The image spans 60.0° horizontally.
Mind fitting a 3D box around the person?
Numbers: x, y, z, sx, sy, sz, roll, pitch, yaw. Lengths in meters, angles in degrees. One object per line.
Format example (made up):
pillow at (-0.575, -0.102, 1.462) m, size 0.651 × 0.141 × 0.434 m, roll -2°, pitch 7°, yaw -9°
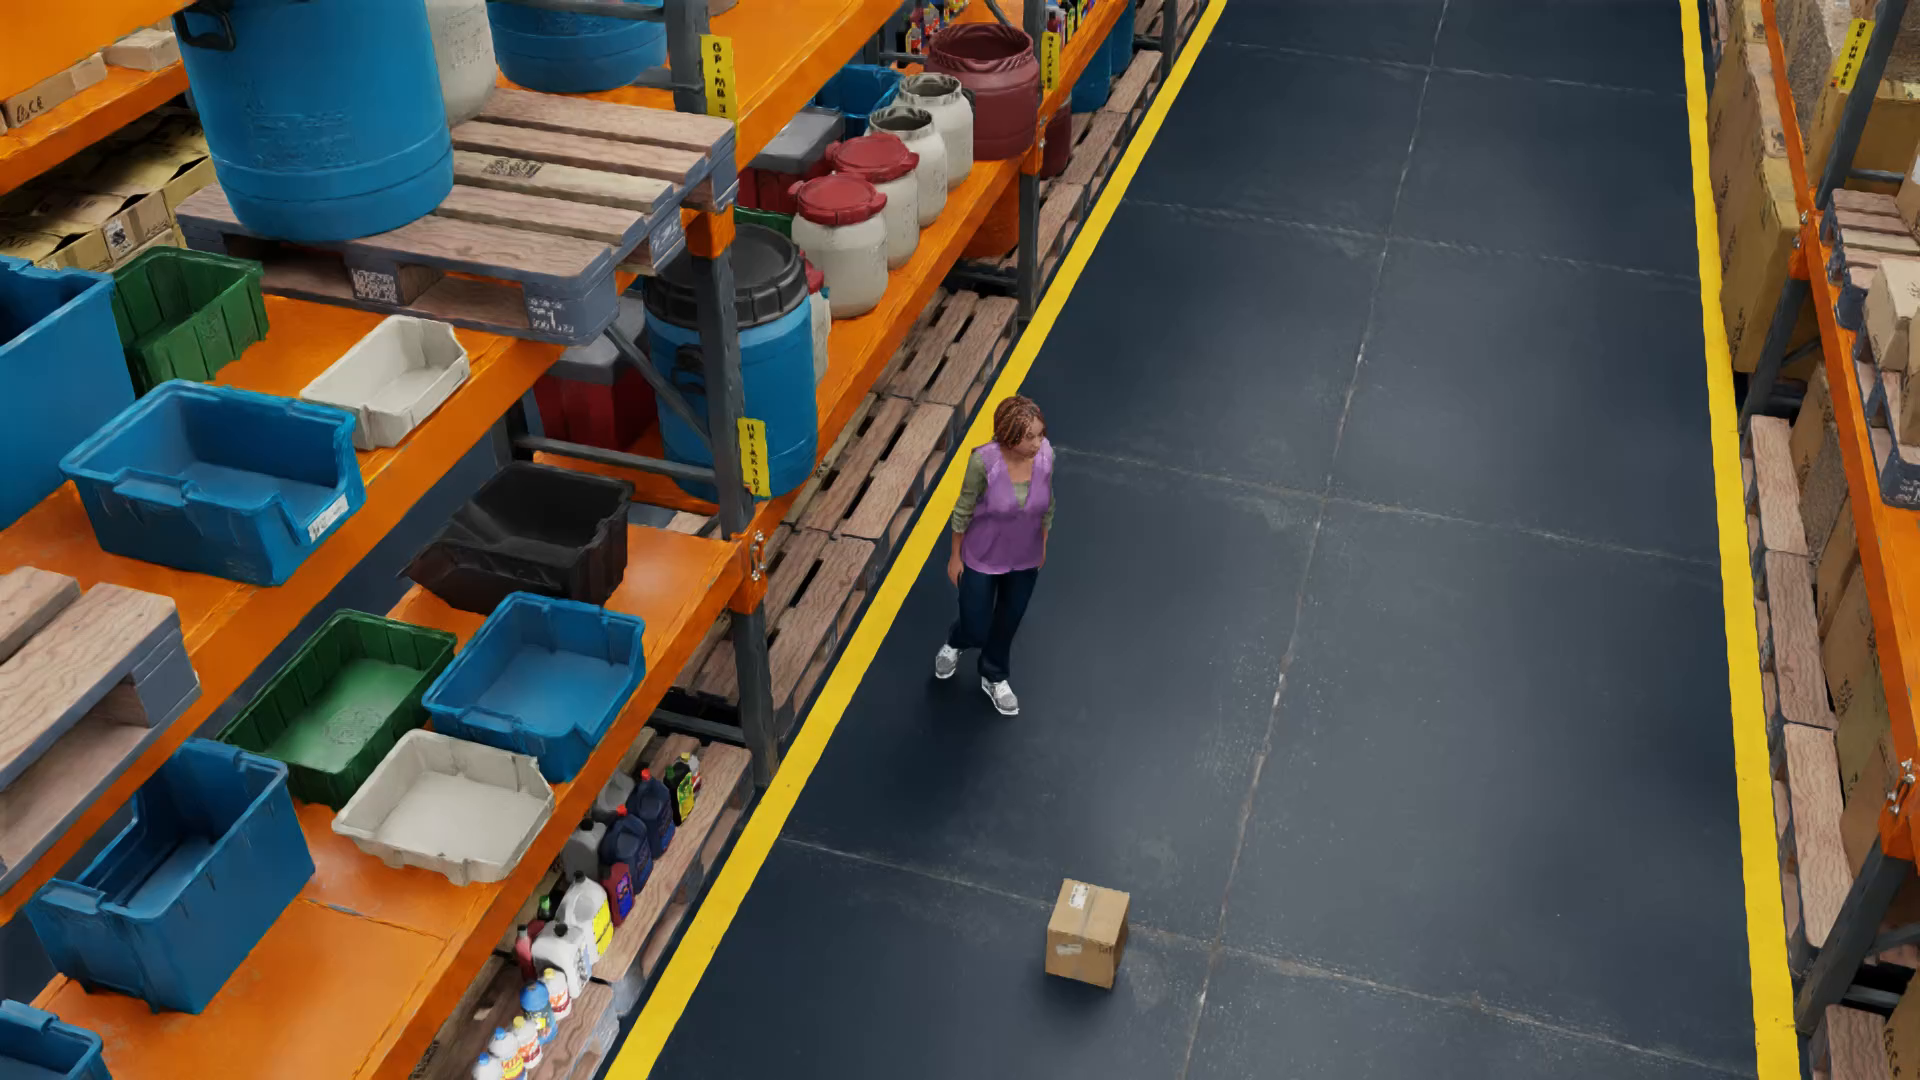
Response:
person at (0.141, 0.034, 6.851) m, size 0.475 × 1.592 × 0.488 m, roll -13°, pitch 39°, yaw -16°
